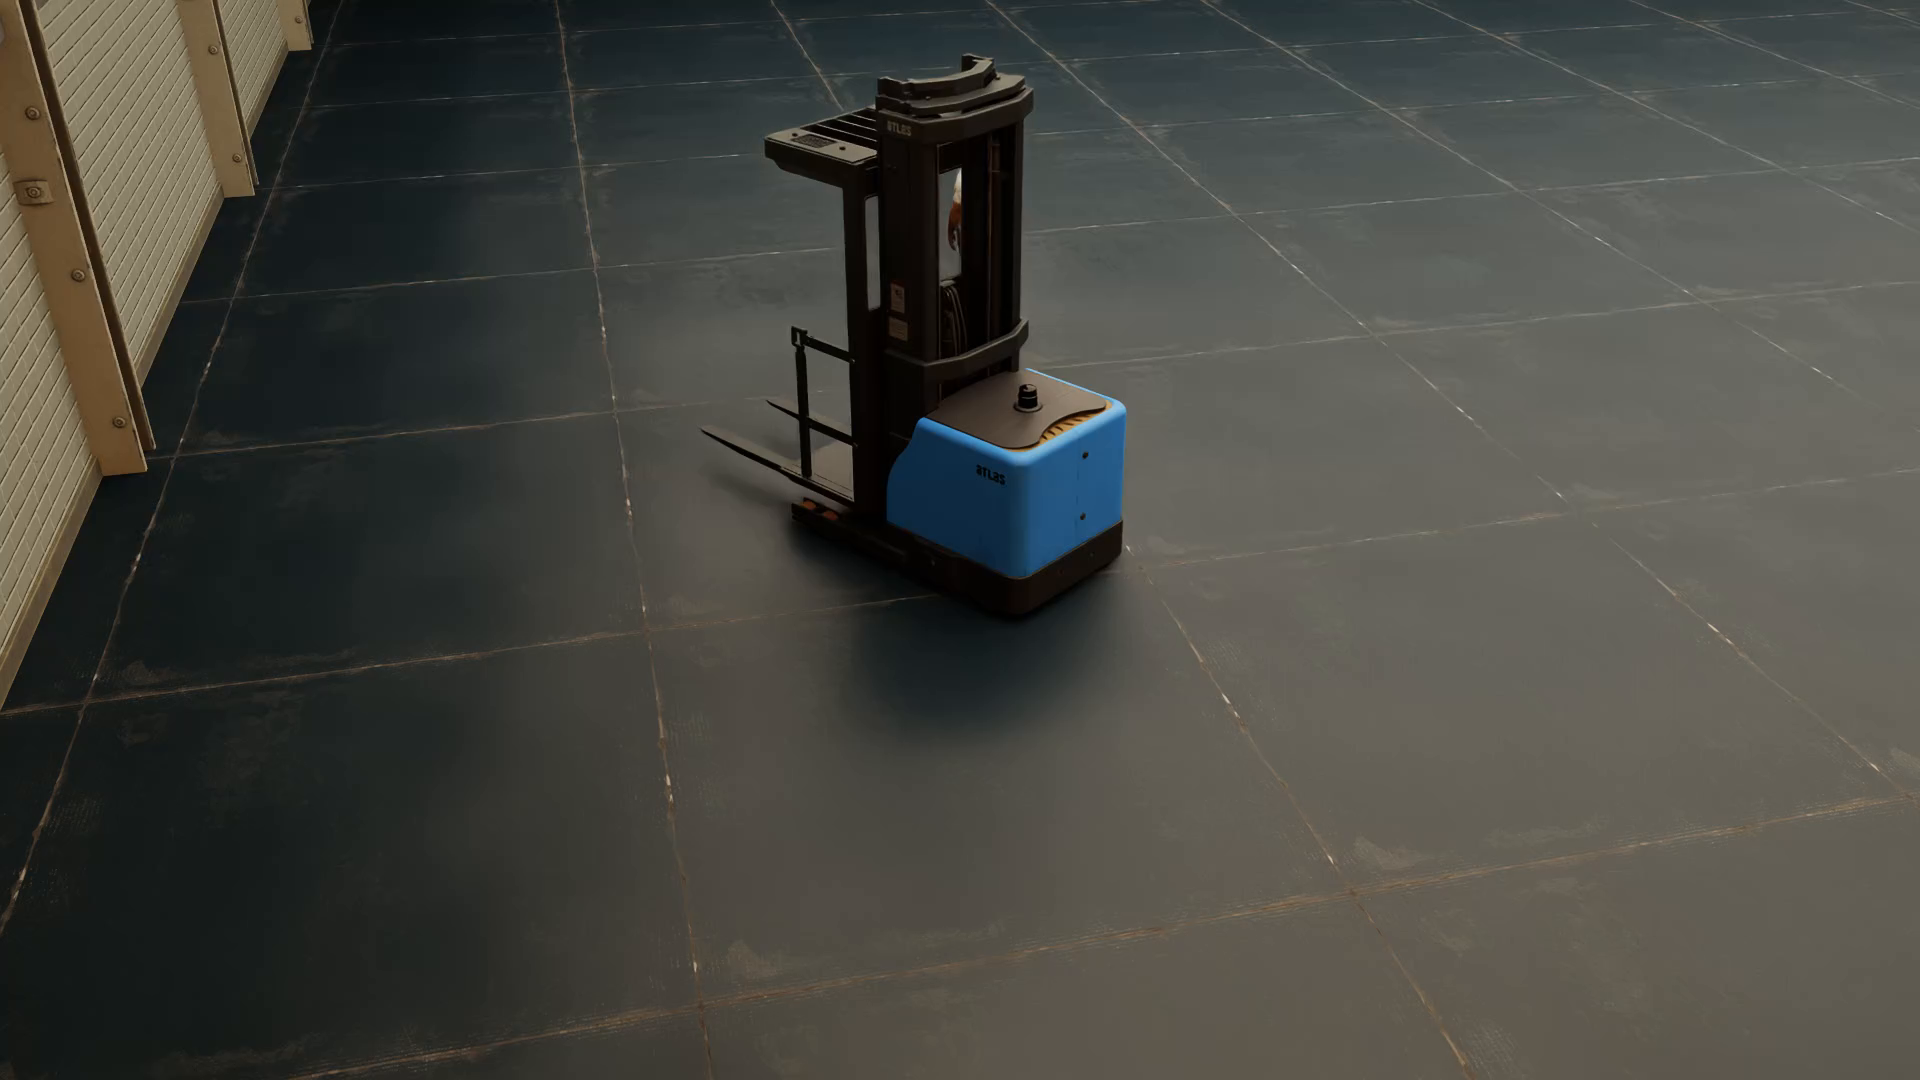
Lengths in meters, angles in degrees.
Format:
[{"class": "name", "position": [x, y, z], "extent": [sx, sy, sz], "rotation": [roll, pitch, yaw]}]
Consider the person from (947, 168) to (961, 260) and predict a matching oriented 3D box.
[{"class": "person", "position": [0.164, -2.445, 13.047], "extent": [0.598, 1.670, 0.530], "rotation": [-10, 31, -16]}]

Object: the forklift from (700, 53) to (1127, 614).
[{"class": "forklift", "position": [-0.437, -1.459, 10.094], "extent": [3.031, 2.935, 1.130], "rotation": [24, 38, 35]}]
